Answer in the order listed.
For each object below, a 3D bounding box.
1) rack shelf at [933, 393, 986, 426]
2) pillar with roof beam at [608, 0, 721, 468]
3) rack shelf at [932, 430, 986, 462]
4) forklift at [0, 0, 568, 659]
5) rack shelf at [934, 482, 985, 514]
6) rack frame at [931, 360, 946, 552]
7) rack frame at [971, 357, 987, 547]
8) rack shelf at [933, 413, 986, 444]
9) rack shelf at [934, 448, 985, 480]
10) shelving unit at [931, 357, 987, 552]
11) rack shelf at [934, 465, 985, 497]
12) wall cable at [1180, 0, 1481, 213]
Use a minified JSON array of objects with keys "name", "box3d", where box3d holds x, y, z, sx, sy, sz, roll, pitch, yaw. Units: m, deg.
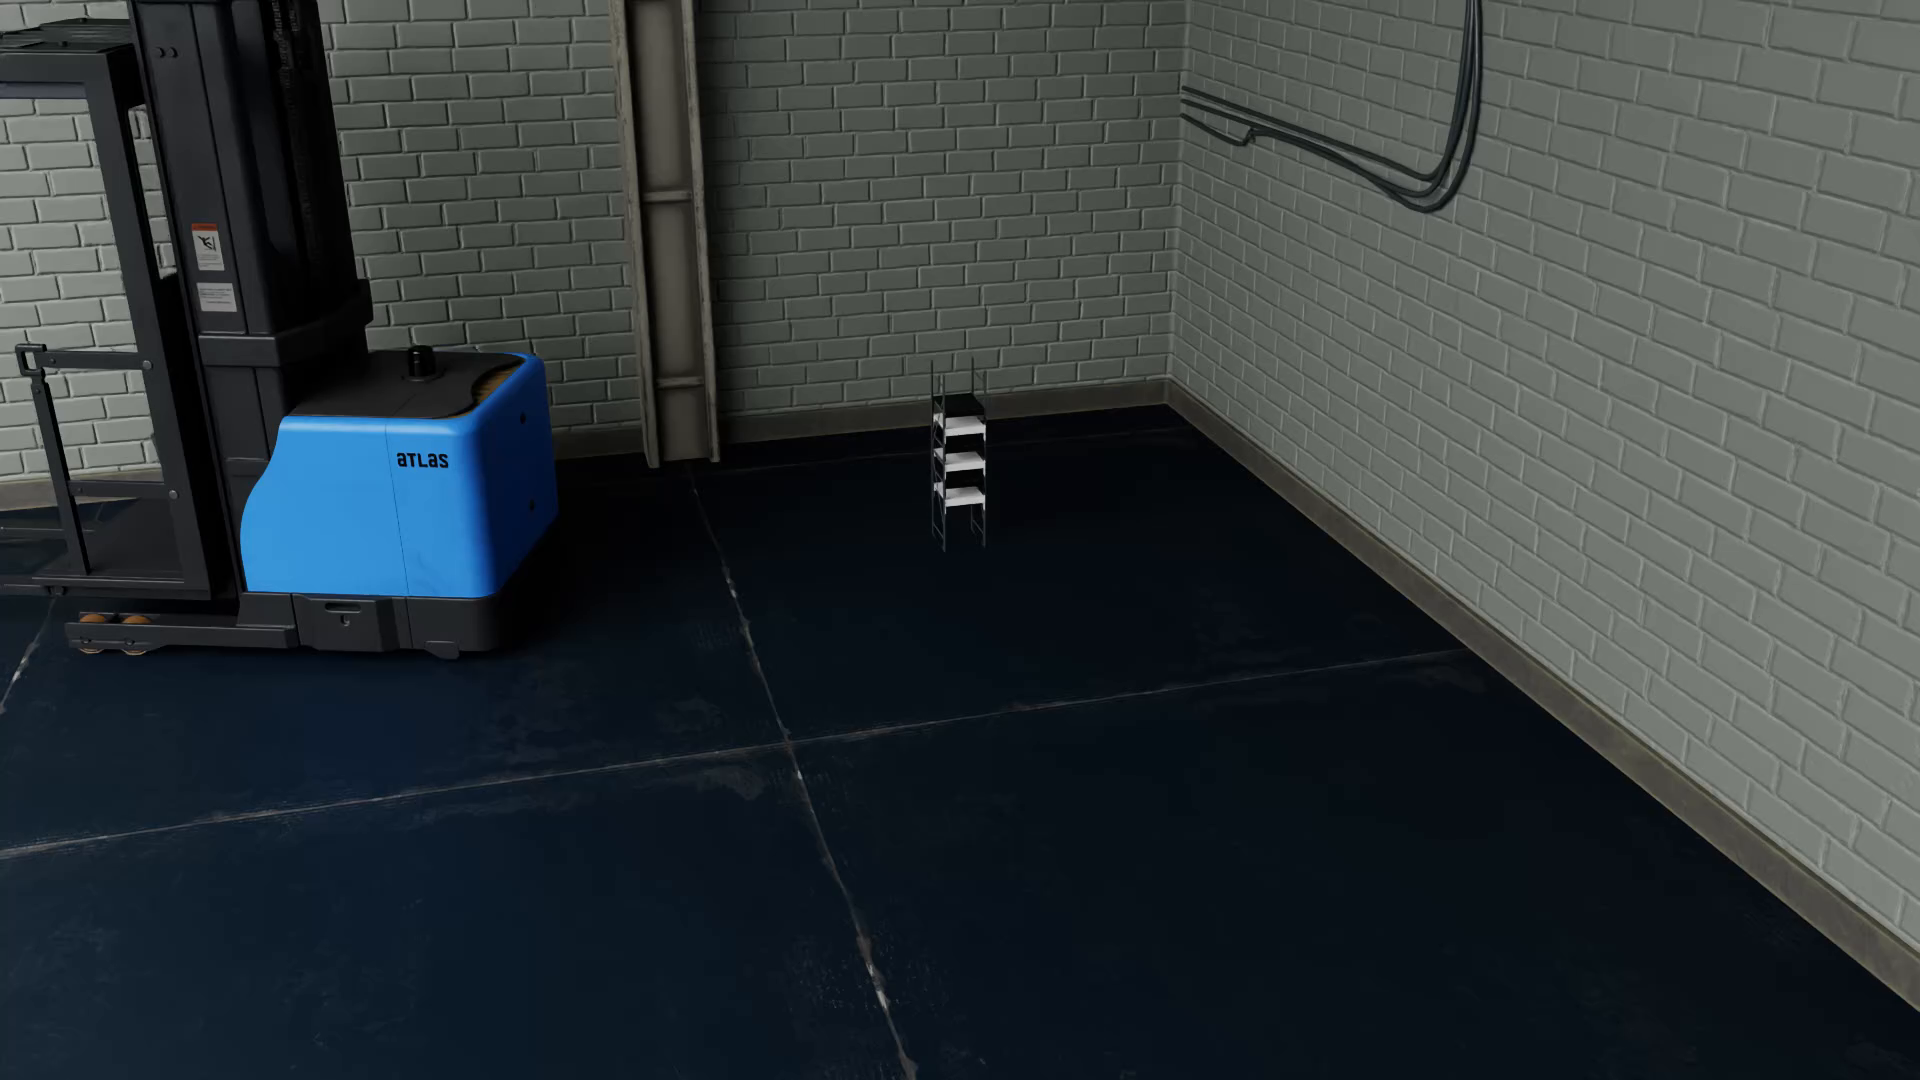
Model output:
[{"name":"rack shelf","box3d":[-0.008,-0.630,7.977,0.200,0.077,0.258,-6,24,-14]},{"name":"pillar with roof beam","box3d":[-0.400,-2.977,3.775,0.400,9.000,9.100,-6,24,-14]},{"name":"rack shelf","box3d":[-0.008,-0.465,8.048,0.200,0.077,0.258,-6,24,-14]},{"name":"forklift","box3d":[-3.395,-1.060,7.003,3.031,2.935,1.130,2,23,4]},{"name":"rack shelf","box3d":[-0.008,-0.217,8.155,0.200,0.077,0.258,-6,24,-14]},{"name":"rack frame","box3d":[-0.106,-0.402,8.045,0.006,0.900,0.240,-6,24,-14]},{"name":"rack frame","box3d":[0.090,-0.424,8.096,0.006,0.900,0.240,-6,24,-14]},{"name":"rack shelf","box3d":[-0.008,-0.547,8.013,0.200,0.077,0.258,-6,24,-14]},{"name":"rack shelf","box3d":[-0.008,-0.382,8.084,0.200,0.077,0.258,-6,24,-14]},{"name":"shelving unit","box3d":[-0.008,-0.413,8.071,0.210,0.900,0.258,-6,24,-14]},{"name":"rack shelf","box3d":[-0.008,-0.299,8.119,0.200,0.077,0.258,-6,24,-14]},{"name":"wall cable","box3d":[1.631,-2.996,7.758,0.112,2.526,3.097,-6,24,-14]}]
